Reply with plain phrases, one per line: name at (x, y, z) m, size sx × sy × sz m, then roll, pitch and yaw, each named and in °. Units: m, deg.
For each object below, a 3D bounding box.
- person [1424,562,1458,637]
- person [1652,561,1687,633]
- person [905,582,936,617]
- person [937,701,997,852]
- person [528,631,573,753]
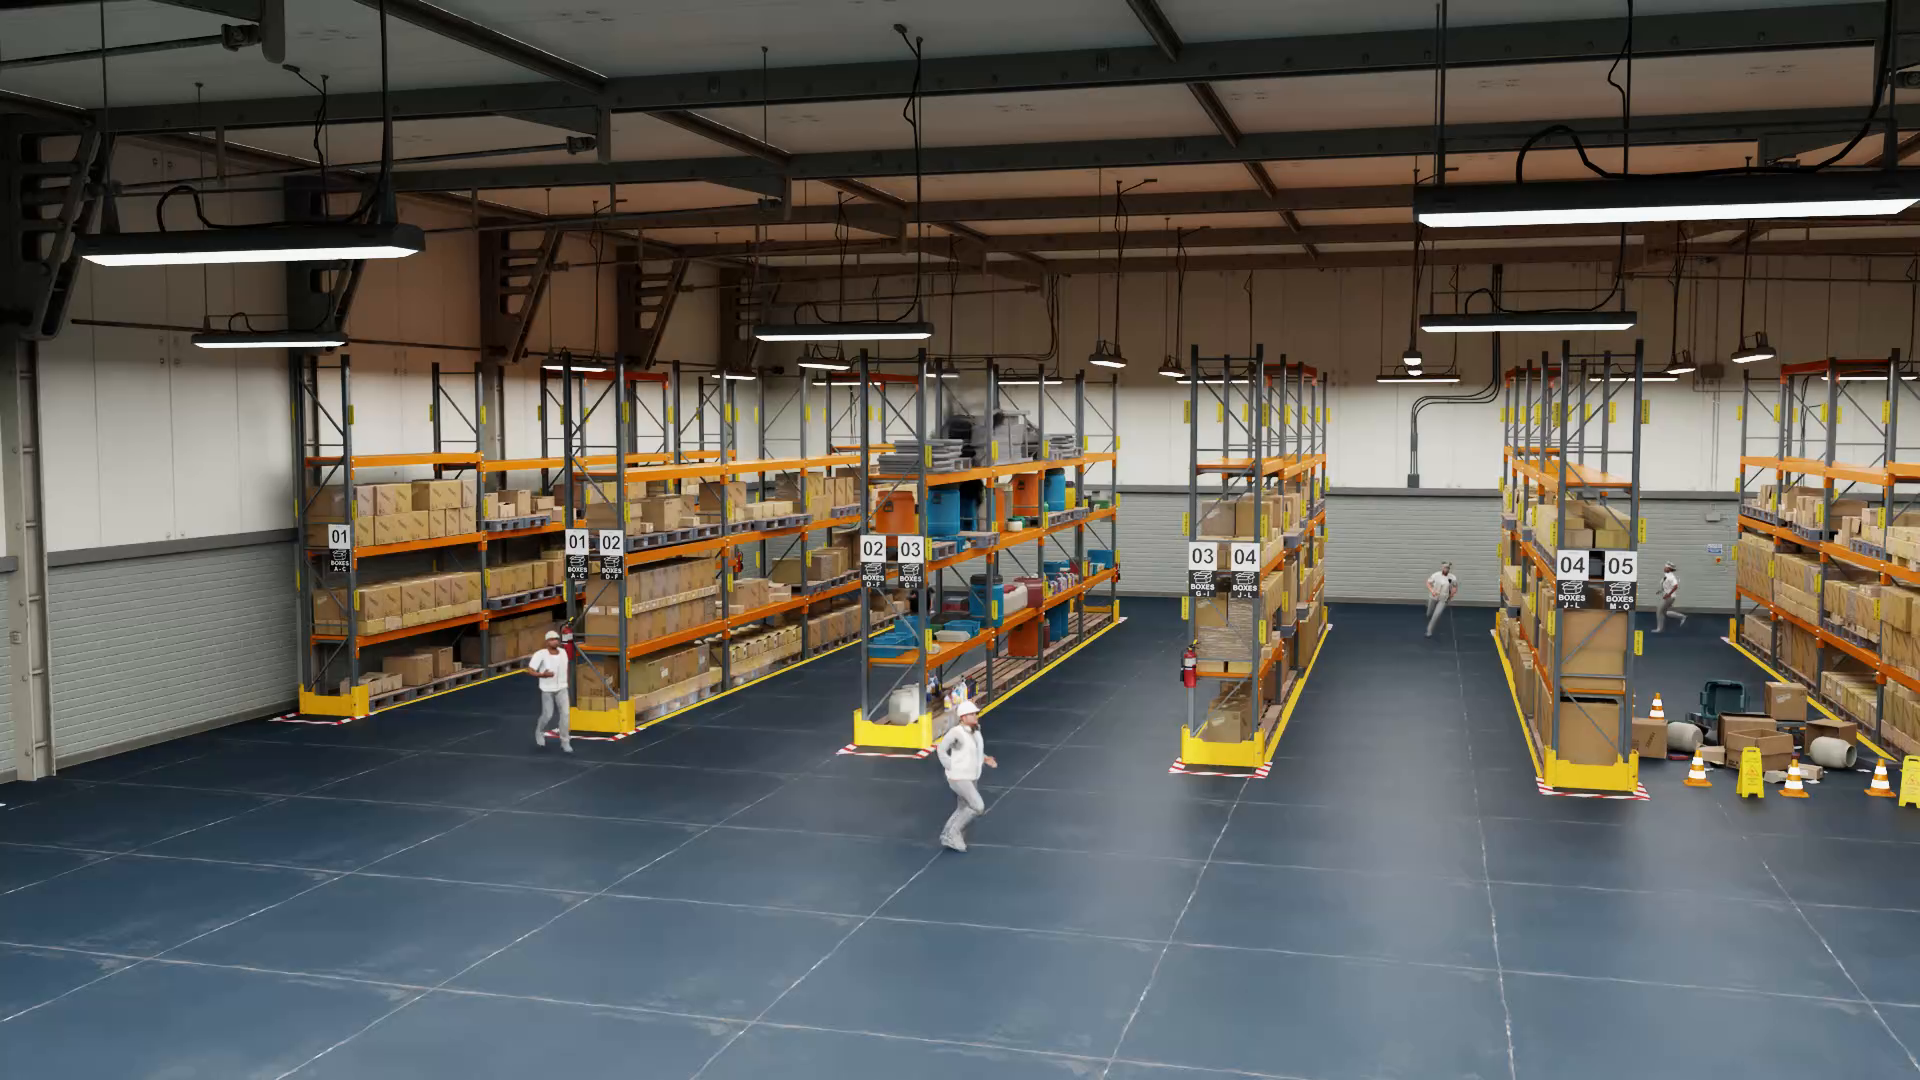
person at (10.950, 1.322, 37.839) m, size 0.719 × 1.700 × 0.884 m, roll 2°, pitch 5°, yaw 23°
person at (16.338, 1.321, 38.245) m, size 0.751 × 1.673 × 0.586 m, roll 1°, pitch 4°, yaw 17°
person at (-0.830, 1.516, 34.811) m, size 0.646 × 1.758 × 0.808 m, roll 0°, pitch 4°, yaw 4°
person at (0.077, 2.699, 19.047) m, size 0.724 × 1.722 × 0.584 m, roll 3°, pitch 5°, yaw 31°
person at (-6.086, 2.245, 24.822) m, size 0.704 × 1.785 × 0.867 m, roll -3°, pitch 5°, yaw -36°
